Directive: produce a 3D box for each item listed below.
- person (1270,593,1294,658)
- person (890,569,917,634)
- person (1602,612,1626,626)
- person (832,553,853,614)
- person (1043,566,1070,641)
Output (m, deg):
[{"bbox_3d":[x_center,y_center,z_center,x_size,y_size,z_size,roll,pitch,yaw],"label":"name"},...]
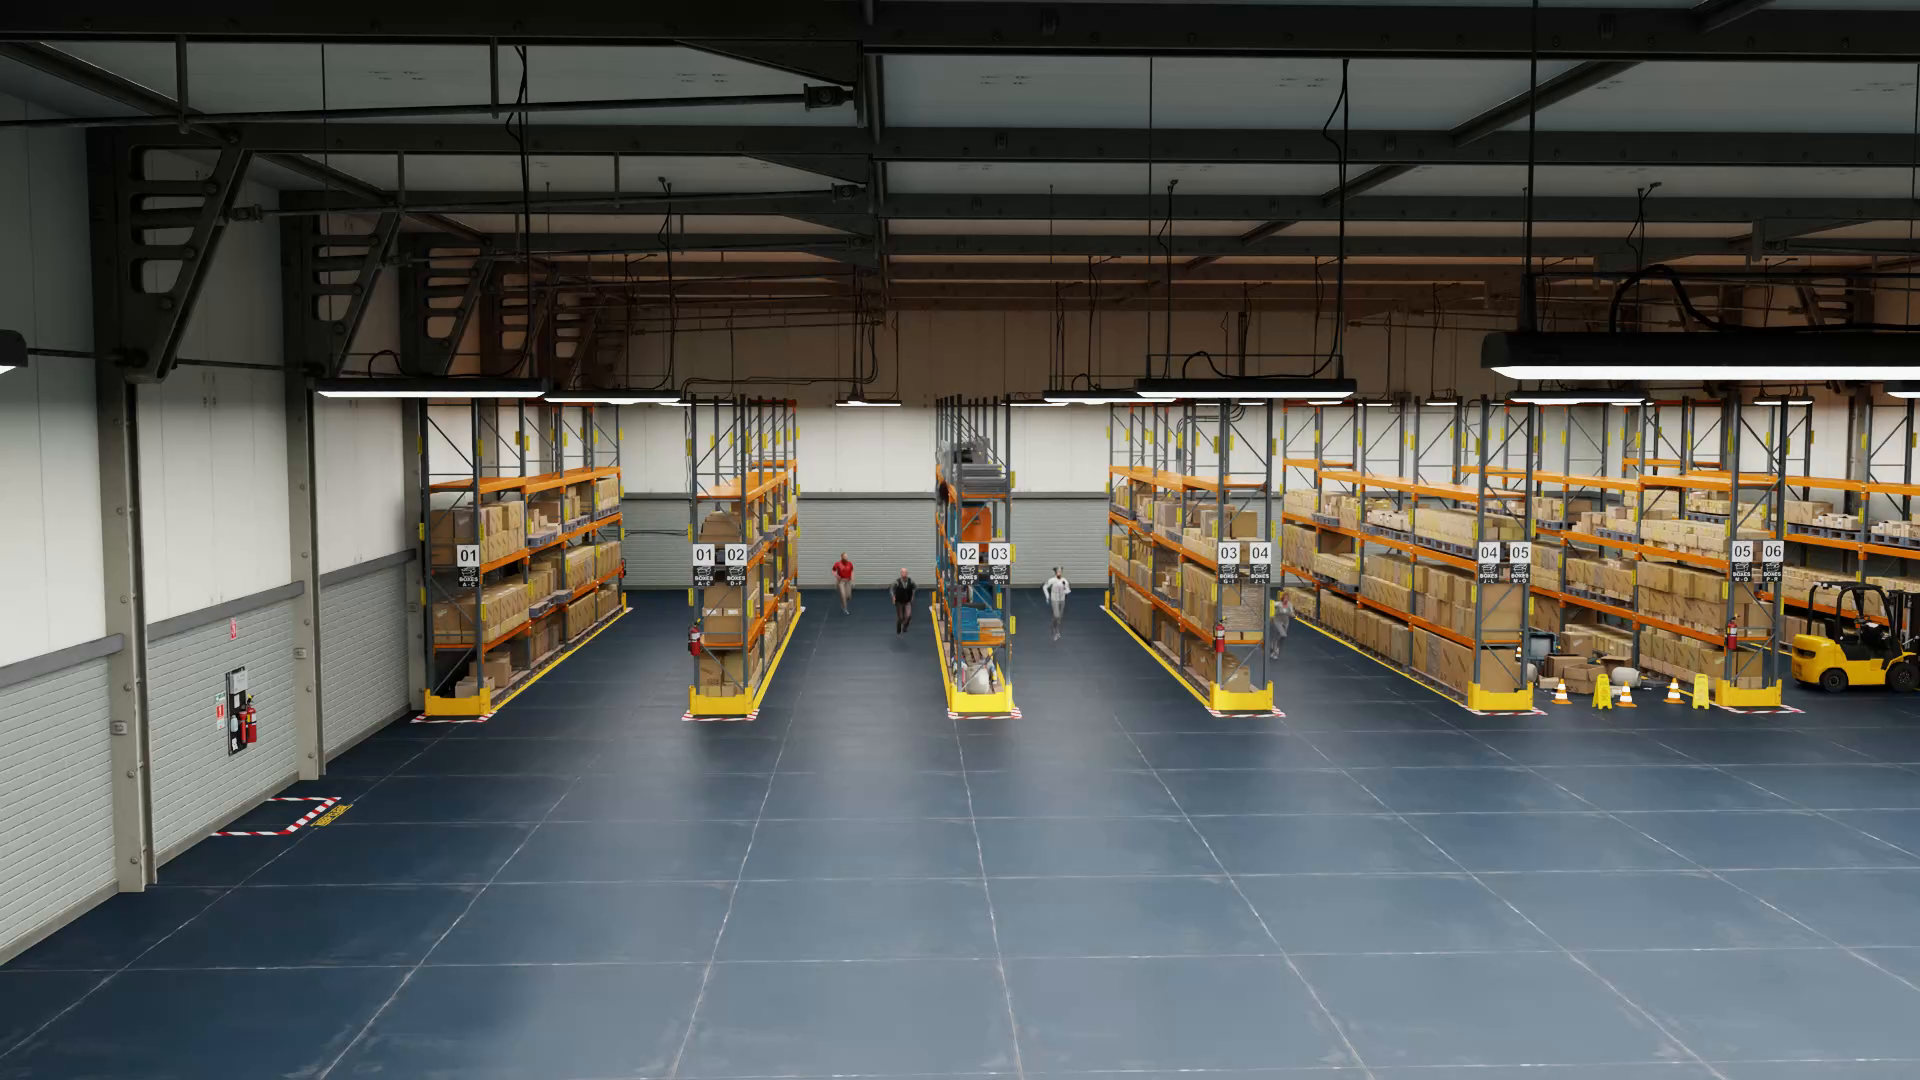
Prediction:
[{"bbox_3d":[7.342,1.959,38.007,0.501,1.524,0.780,-2,5,-23],"label":"person"},{"bbox_3d":[-1.365,1.507,40.655,0.670,1.633,0.675,-1,5,-12],"label":"person"},{"bbox_3d":[17.092,1.422,43.602,0.686,1.752,0.996,-1,5,-14],"label":"person"},{"bbox_3d":[-3.291,1.213,46.779,0.658,1.702,0.637,-2,5,-26],"label":"person"},{"bbox_3d":[2.334,1.501,39.486,0.566,1.768,0.678,-1,5,-18],"label":"person"}]
